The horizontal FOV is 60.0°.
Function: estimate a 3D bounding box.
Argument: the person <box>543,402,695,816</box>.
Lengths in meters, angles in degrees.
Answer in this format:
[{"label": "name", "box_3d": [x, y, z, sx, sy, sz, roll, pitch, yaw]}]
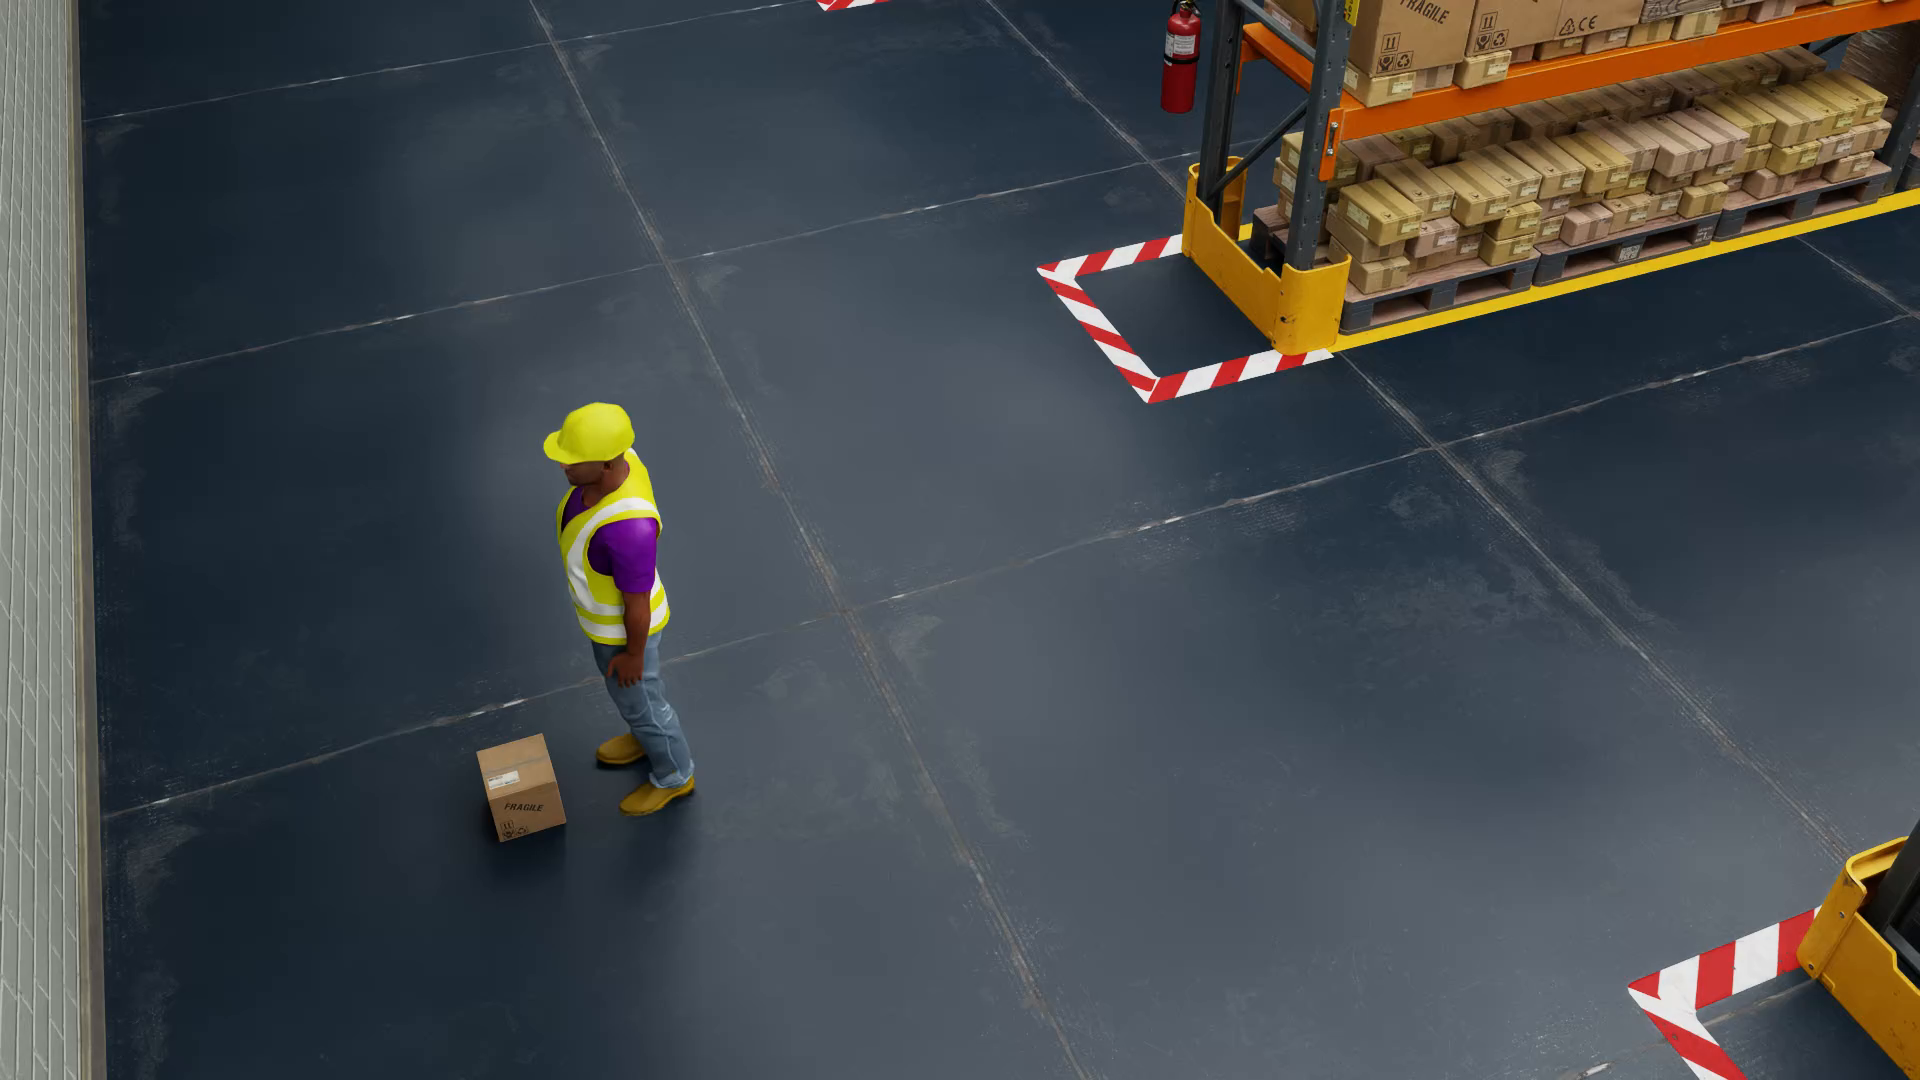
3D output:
[{"label": "person", "box_3d": [-1.198, 0.252, 5.869, 0.365, 1.777, 0.560, -14, 43, -16]}]
